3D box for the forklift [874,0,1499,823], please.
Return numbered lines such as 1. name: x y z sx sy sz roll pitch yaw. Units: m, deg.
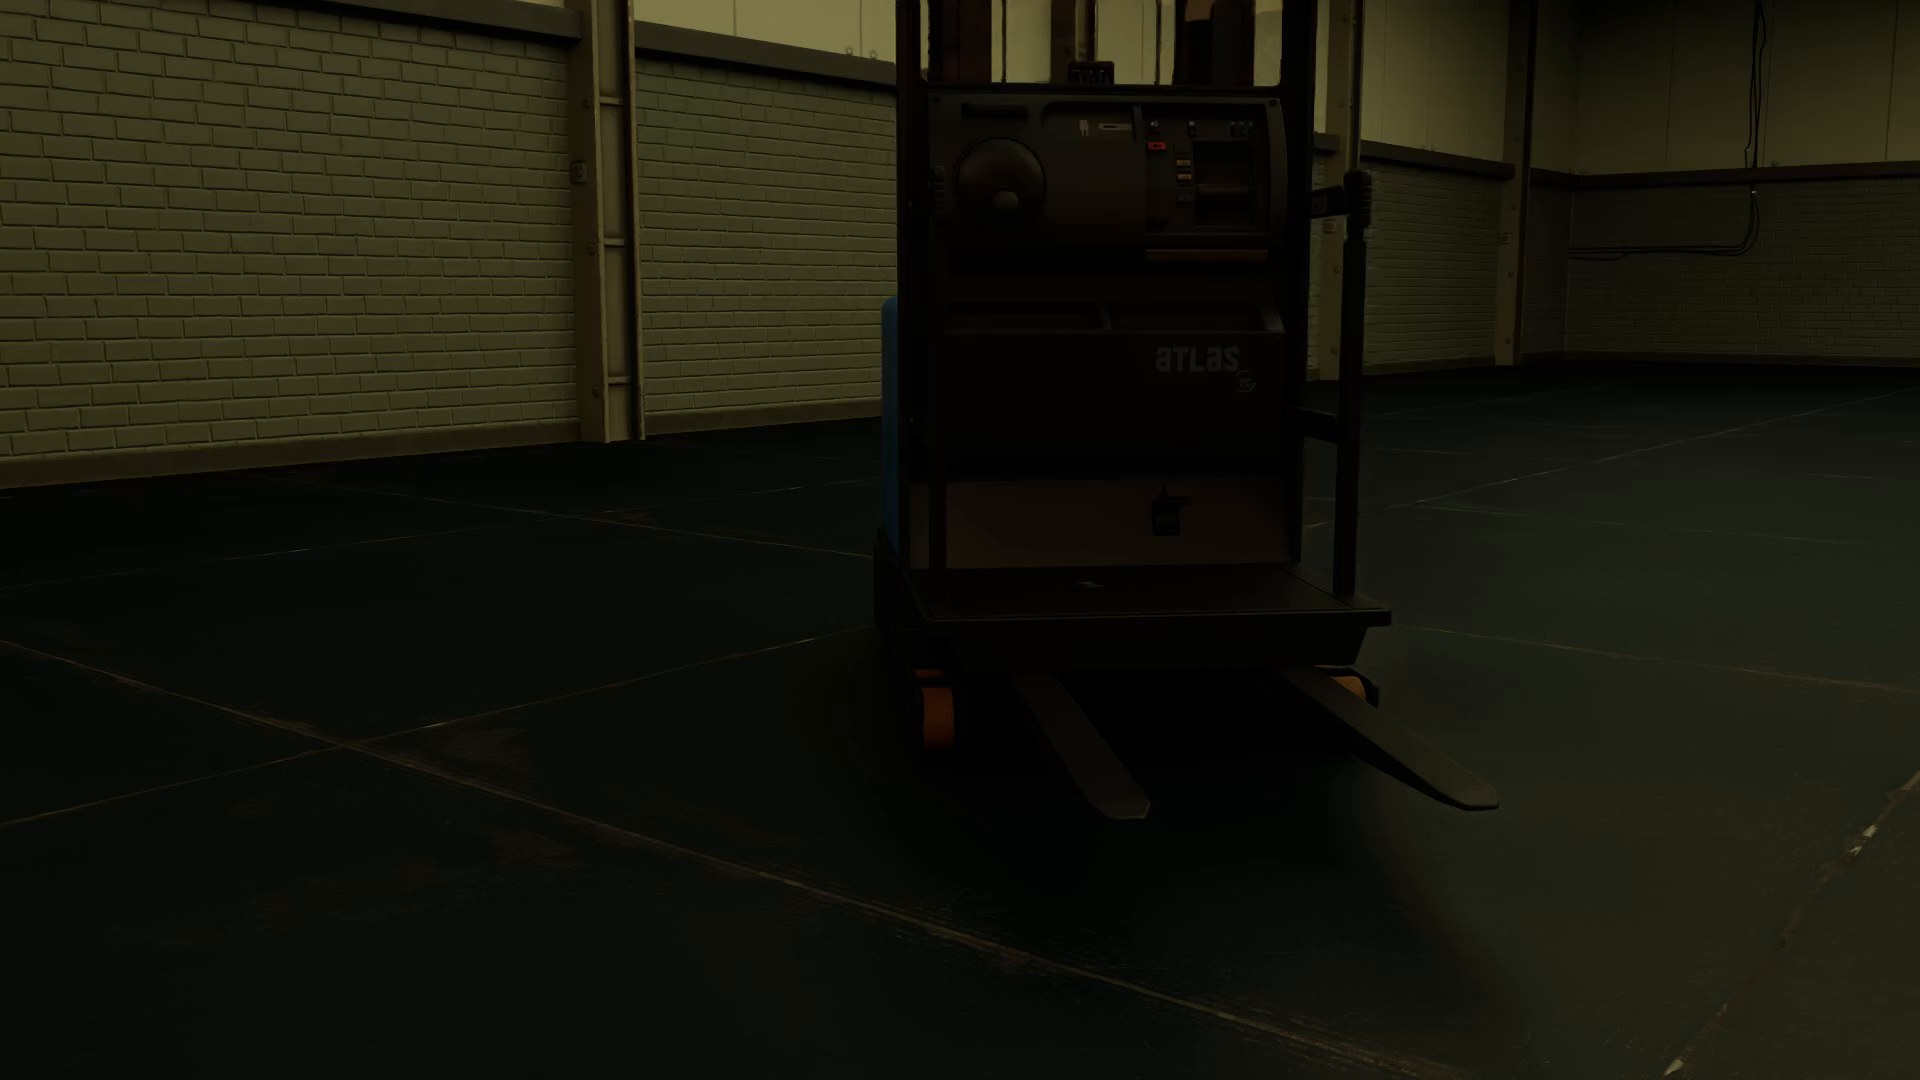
1. forklift: 0.407 -0.994 4.075 1.130 2.935 3.031 -1 8 -6
